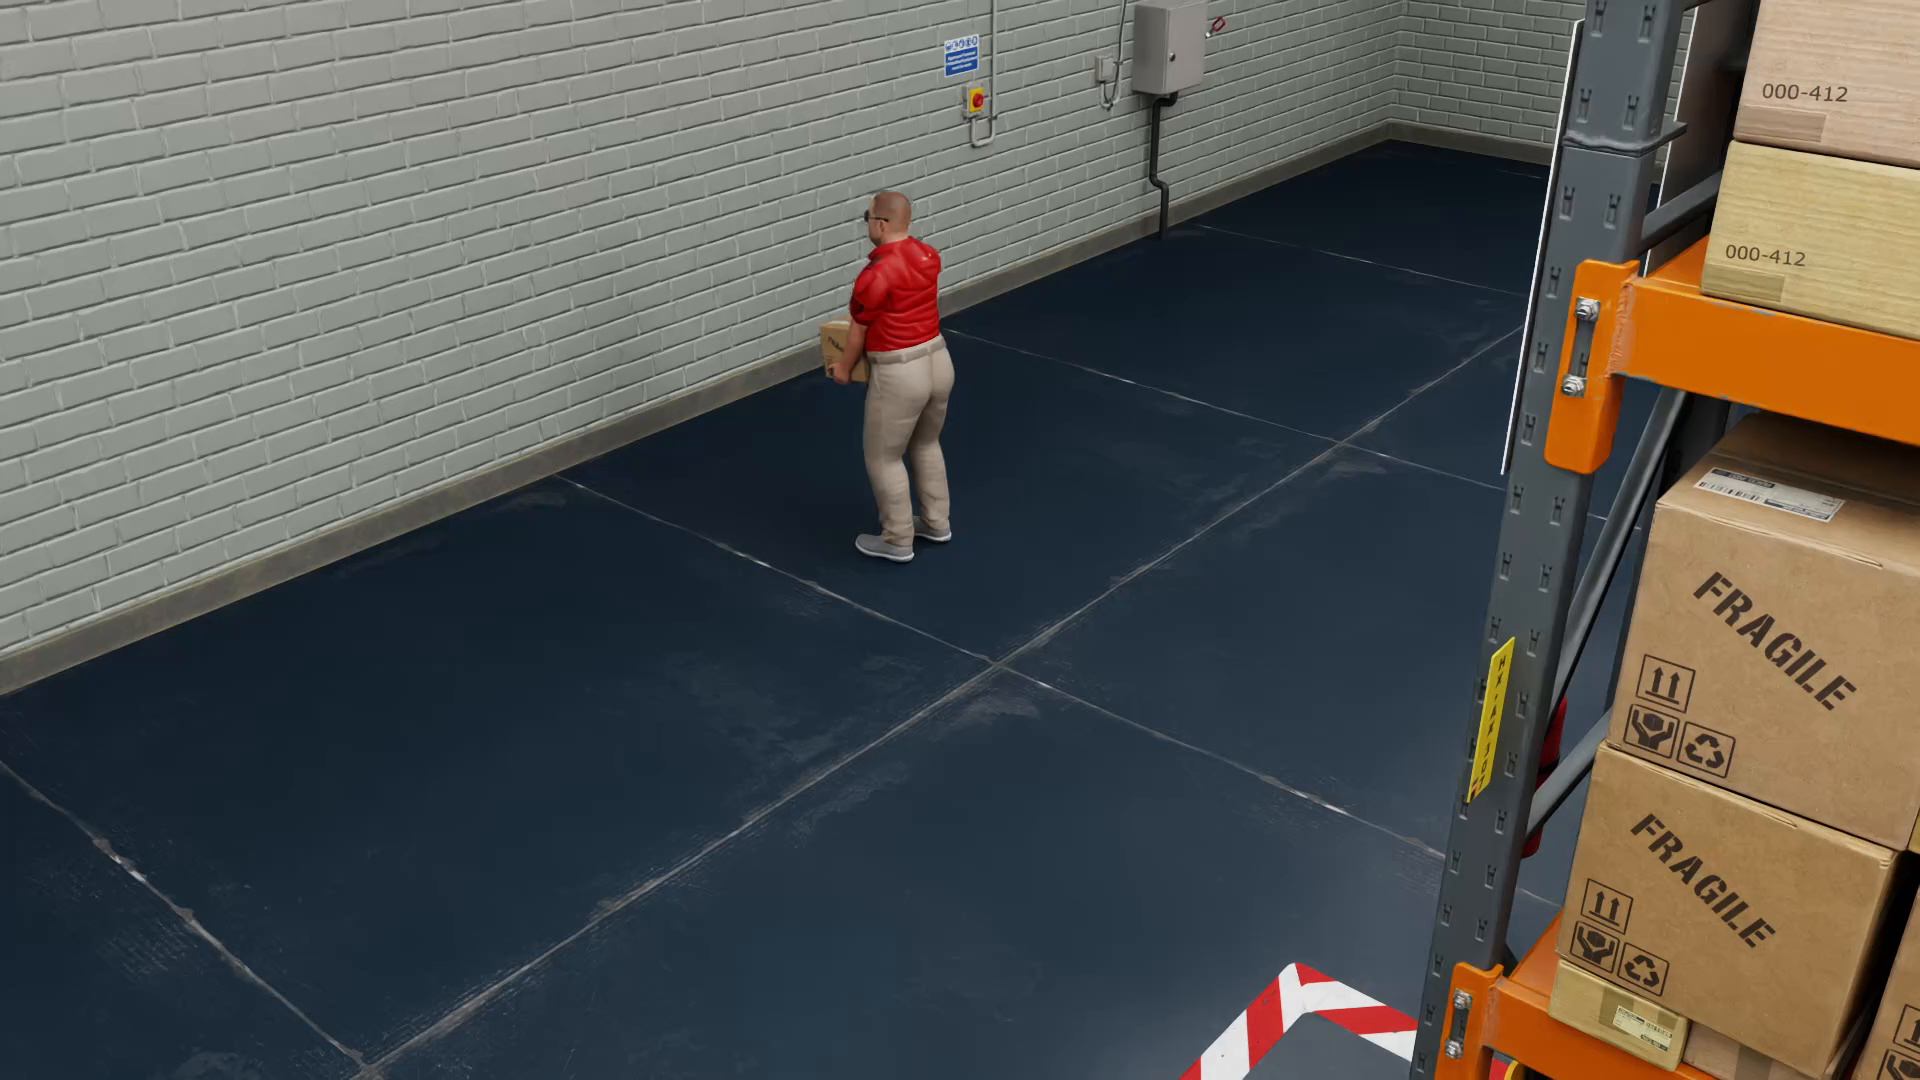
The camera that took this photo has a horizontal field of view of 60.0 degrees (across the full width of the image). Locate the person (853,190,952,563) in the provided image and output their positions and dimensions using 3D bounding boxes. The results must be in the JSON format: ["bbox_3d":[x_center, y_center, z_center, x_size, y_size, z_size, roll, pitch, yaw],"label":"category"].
[{"bbox_3d":[-0.264,-0.736,7.568,0.394,1.726,0.604,18,32,31],"label":"person"}]
